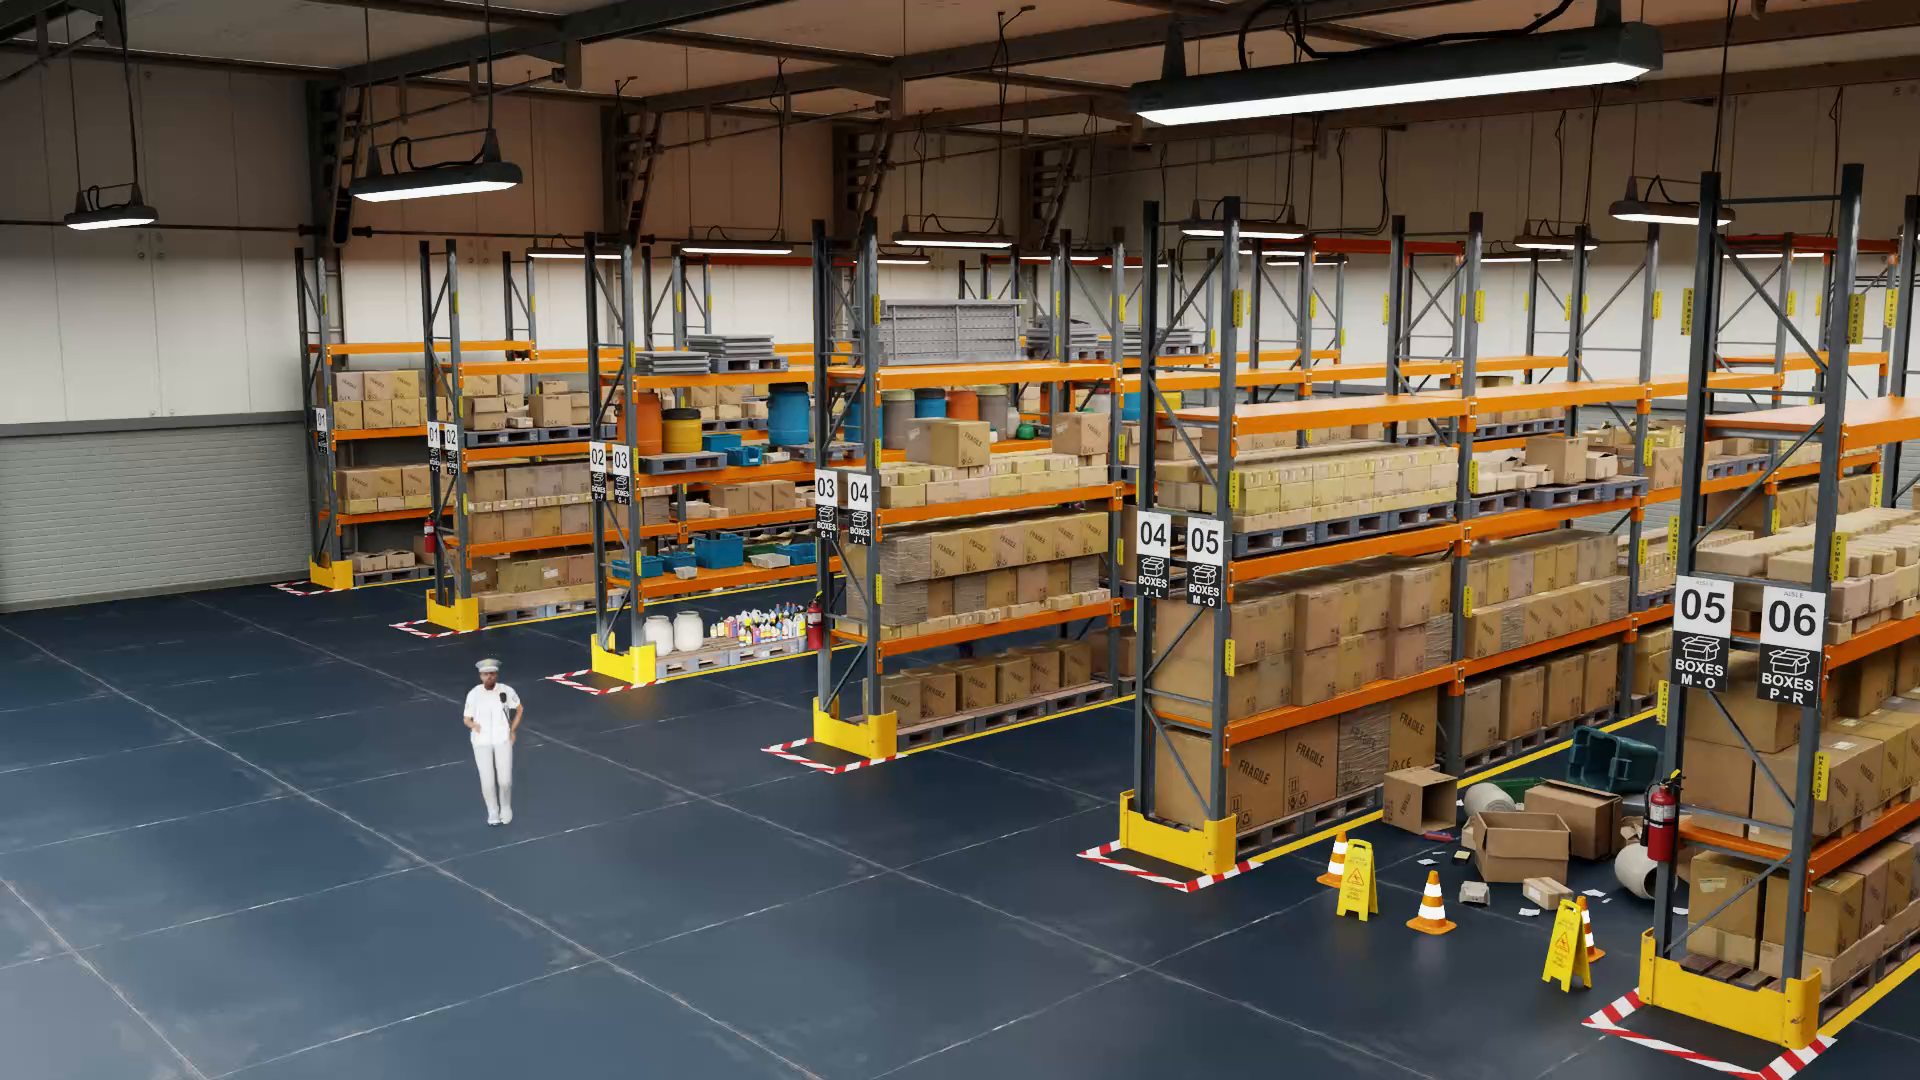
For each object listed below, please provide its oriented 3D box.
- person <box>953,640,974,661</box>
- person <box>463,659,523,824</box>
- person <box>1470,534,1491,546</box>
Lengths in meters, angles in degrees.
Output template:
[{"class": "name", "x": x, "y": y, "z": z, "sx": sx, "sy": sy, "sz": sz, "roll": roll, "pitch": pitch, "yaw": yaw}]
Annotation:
[{"class": "person", "x": -0.058, "y": 0.855, "z": 22.163, "sx": 0.573, "sy": 1.673, "sz": 0.603, "roll": -8, "pitch": 12, "yaw": -43}, {"class": "person", "x": -4.531, "y": 1.982, "z": 16.165, "sx": 0.562, "sy": 1.667, "sz": 0.586, "roll": -2, "pitch": 9, "yaw": -13}, {"class": "person", "x": 7.775, "y": 0.638, "z": 24.837, "sx": 0.985, "sy": 1.766, "sz": 0.665, "roll": -8, "pitch": 12, "yaw": -44}]
